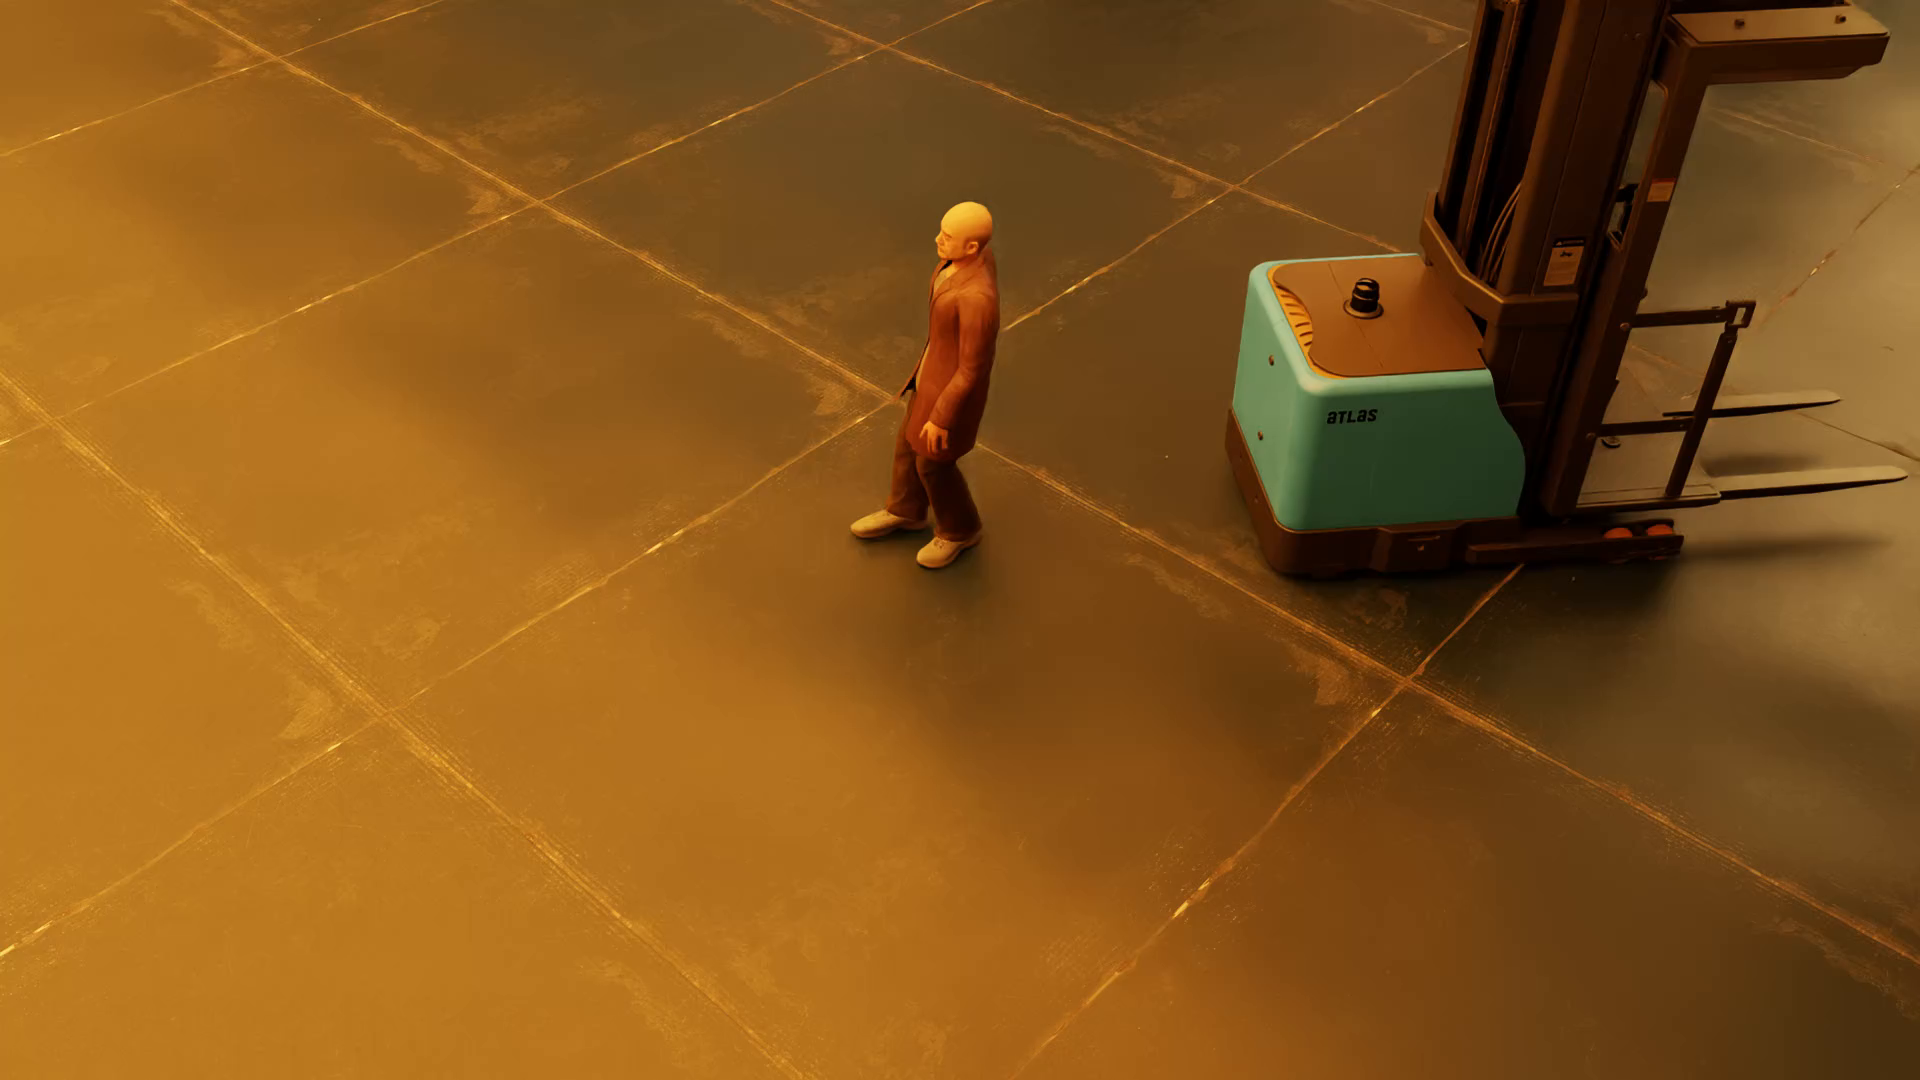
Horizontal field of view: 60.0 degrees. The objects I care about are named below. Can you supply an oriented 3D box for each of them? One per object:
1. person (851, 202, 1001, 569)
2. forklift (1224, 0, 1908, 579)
[{"bbox_3d":[-0.172,-0.649,7.092,0.658,1.769,0.726,-2,41,-3],"label":"person"},{"bbox_3d":[2.841,-1.346,6.997,3.031,2.935,1.130,-4,41,-5],"label":"forklift"}]
